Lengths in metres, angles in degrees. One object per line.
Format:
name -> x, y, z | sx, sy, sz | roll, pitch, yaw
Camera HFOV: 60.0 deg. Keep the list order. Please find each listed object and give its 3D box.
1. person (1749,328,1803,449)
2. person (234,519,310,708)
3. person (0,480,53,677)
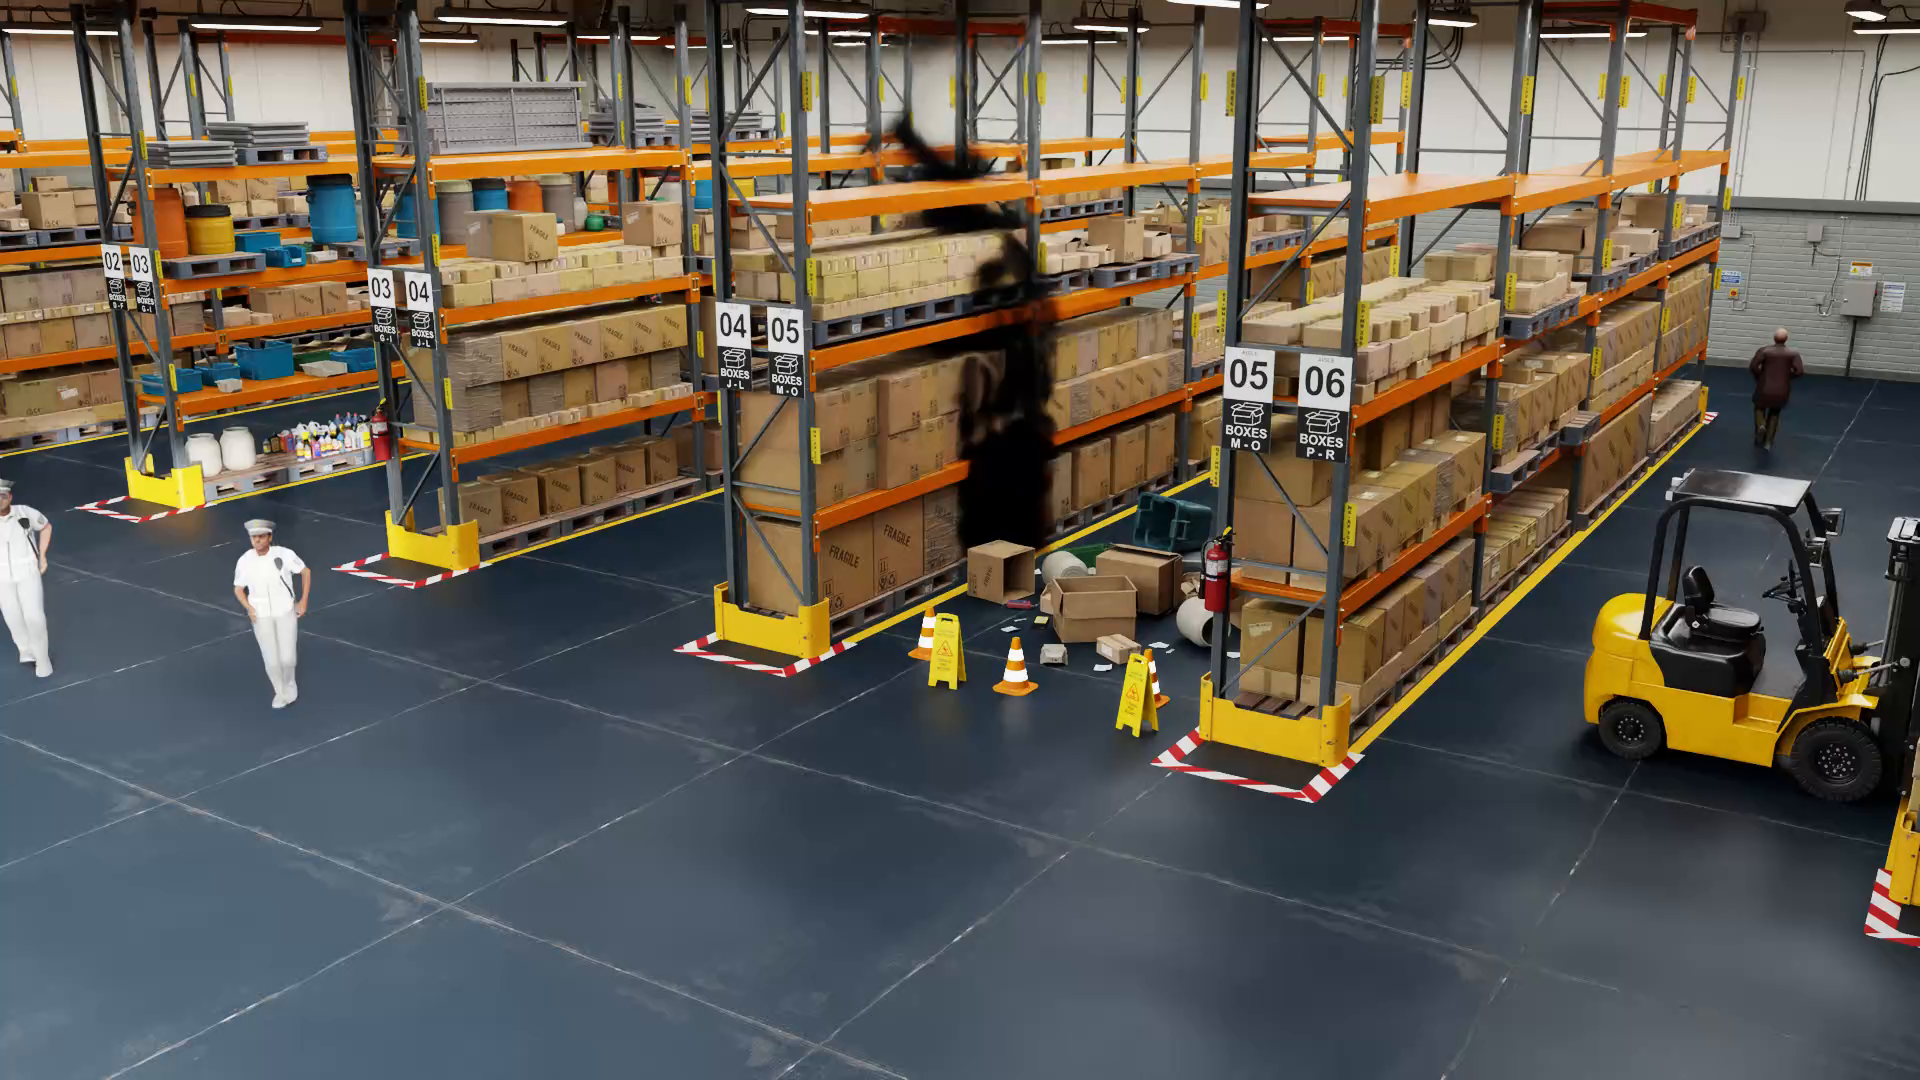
person -> 11.636, -2.186, 23.816 | 0.703, 1.723, 0.599 | 6, 17, 20
person -> -5.726, 0.625, 13.882 | 0.590, 1.661, 0.544 | -4, 16, -15
person -> -8.378, 0.346, 14.743 | 0.638, 1.839, 0.767 | -6, 17, -22
